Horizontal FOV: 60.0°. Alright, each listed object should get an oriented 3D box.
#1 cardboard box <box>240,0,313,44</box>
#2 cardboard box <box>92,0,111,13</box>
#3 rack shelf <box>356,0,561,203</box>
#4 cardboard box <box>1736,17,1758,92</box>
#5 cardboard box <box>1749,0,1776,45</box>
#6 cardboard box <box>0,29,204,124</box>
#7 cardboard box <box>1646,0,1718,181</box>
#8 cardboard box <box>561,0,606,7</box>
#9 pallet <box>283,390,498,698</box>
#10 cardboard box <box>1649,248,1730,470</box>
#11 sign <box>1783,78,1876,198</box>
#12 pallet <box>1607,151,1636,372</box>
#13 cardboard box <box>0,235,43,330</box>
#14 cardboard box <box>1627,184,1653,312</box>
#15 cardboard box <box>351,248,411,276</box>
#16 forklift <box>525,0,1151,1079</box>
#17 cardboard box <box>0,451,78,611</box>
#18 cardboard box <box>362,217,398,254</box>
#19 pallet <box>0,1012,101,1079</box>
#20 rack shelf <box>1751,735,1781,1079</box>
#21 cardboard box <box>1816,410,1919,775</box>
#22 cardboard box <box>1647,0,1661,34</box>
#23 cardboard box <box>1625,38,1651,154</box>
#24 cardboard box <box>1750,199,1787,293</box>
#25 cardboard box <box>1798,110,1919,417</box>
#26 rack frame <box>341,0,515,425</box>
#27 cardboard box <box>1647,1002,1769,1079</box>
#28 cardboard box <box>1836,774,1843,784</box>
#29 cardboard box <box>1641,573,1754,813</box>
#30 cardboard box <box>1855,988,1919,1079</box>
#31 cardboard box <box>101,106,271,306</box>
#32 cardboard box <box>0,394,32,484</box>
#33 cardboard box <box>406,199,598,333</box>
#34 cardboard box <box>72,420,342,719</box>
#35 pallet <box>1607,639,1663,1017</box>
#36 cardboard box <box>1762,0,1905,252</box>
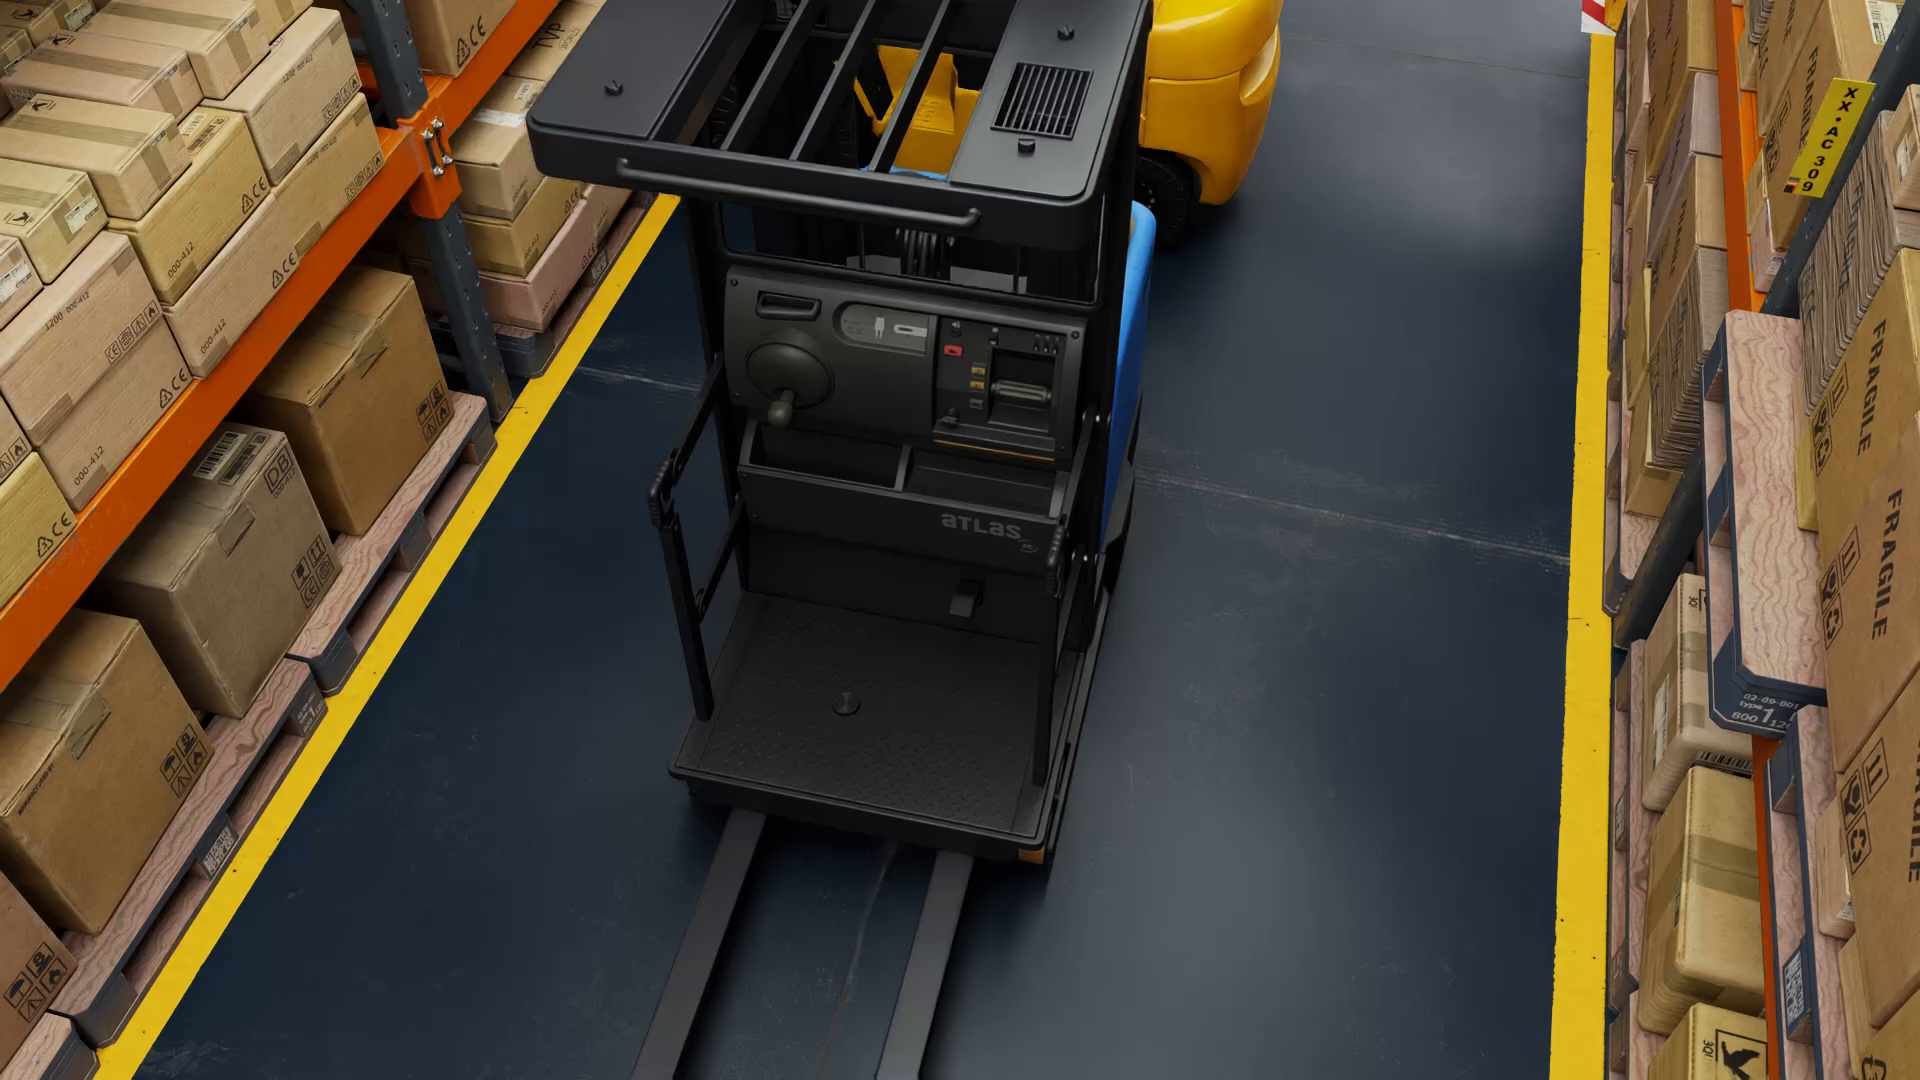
[{"bbox_3d":[-2.034,-1.516,4.588,0.380,0.149,0.250,13,50,11],"label":"cardboard box"},{"bbox_3d":[-2.458,-1.595,4.657,0.380,0.149,0.250,11,49,9],"label":"cardboard box"},{"bbox_3d":[-1.632,-2.767,6.672,1.077,0.370,4.000,12,50,10],"label":"rack shelf"},{"bbox_3d":[2.686,-1.527,5.265,0.380,0.149,0.250,11,49,9],"label":"cardboard box"},{"bbox_3d":[2.769,-1.834,5.103,0.500,0.500,0.500,13,50,11],"label":"cardboard box"},{"bbox_3d":[-2.200,-1.159,4.273,0.380,0.149,0.250,12,50,10],"label":"cardboard box"},{"bbox_3d":[2.926,-1.666,6.273,0.500,0.500,0.500,12,50,11],"label":"cardboard box"},{"bbox_3d":[-1.464,-2.137,6.522,0.500,0.250,0.500,13,50,11],"label":"cardboard box"},{"bbox_3d":[-2.315,-0.096,5.693,1.003,0.211,1.213,12,50,10],"label":"pallet"},{"bbox_3d":[2.528,-0.540,5.280,0.500,0.500,0.500,11,49,10],"label":"cardboard box"},{"bbox_3d":[2.106,-0.970,4.028,0.100,0.325,0.005,12,50,10],"label":"sign"},{"bbox_3d":[3.093,-1.037,6.525,1.003,0.211,1.213,12,50,10],"label":"pallet"},{"bbox_3d":[-2.342,-0.586,3.767,0.380,0.149,0.250,12,50,10],"label":"cardboard box"},{"bbox_3d":[2.796,-1.046,6.226,0.500,0.250,0.500,12,50,11],"label":"cardboard box"},{"bbox_3d":[-2.226,-1.179,6.344,0.500,0.250,0.500,12,50,10],"label":"cardboard box"},{"bbox_3d":[-0.201,-0.339,4.094,1.121,2.935,3.031,10,49,9],"label":"forklift"},{"bbox_3d":[-2.455,0.000,3.850,0.500,0.250,0.500,13,50,11],"label":"cardboard box"},{"bbox_3d":[-2.228,-1.346,6.158,0.500,0.250,0.500,11,49,9],"label":"cardboard box"},{"bbox_3d":[-2.957,1.669,4.136,1.003,0.211,1.213,12,50,10],"label":"pallet"},{"bbox_3d":[2.105,1.103,3.256,1.077,0.370,4.000,12,50,10],"label":"rack shelf"},{"bbox_3d":[1.956,0.147,3.074,0.500,0.500,0.500,11,50,10],"label":"cardboard box"},{"bbox_3d":[3.199,-2.406,6.927,0.500,0.500,0.500,10,49,9],"label":"cardboard box"},{"bbox_3d":[3.063,-1.808,6.899,0.500,0.250,0.500,13,50,11],"label":"cardboard box"},{"bbox_3d":[2.422,-0.792,4.615,0.380,0.149,0.250,11,50,10],"label":"cardboard box"},{"bbox_3d":[2.231,-0.570,3.707,0.500,0.500,0.500,13,50,11],"label":"cardboard box"},{"bbox_3d":[-2.159,-1.559,5.125,1.000,3.000,0.127,12,50,10],"label":"rack frame"},{"bbox_3d":[2.128,1.552,3.852,0.950,0.372,0.625,13,50,11],"label":"cardboard box"},{"bbox_3d":[1.931,0.455,3.235,0.380,0.149,0.250,12,50,10],"label":"cardboard box"},{"bbox_3d":[2.495,0.528,4.756,0.950,0.372,0.625,12,50,11],"label":"cardboard box"},{"bbox_3d":[1.687,0.916,2.396,0.500,0.500,0.500,9,49,7],"label":"cardboard box"},{"bbox_3d":[-2.170,-0.895,4.306,0.500,0.250,0.500,10,49,9],"label":"cardboard box"},{"bbox_3d":[-2.461,-0.166,3.662,0.500,0.250,0.500,12,50,11],"label":"cardboard box"},{"bbox_3d":[-1.712,-1.072,6.250,0.500,0.250,0.500,12,50,10],"label":"cardboard box"},{"bbox_3d":[-2.497,0.027,5.029,0.875,0.625,0.625,11,50,10],"label":"cardboard box"},{"bbox_3d":[2.428,0.904,4.811,1.003,0.211,1.213,12,50,10],"label":"pallet"},{"bbox_3d":[2.508,-1.084,4.441,0.500,0.500,0.500,10,49,9],"label":"cardboard box"}]
